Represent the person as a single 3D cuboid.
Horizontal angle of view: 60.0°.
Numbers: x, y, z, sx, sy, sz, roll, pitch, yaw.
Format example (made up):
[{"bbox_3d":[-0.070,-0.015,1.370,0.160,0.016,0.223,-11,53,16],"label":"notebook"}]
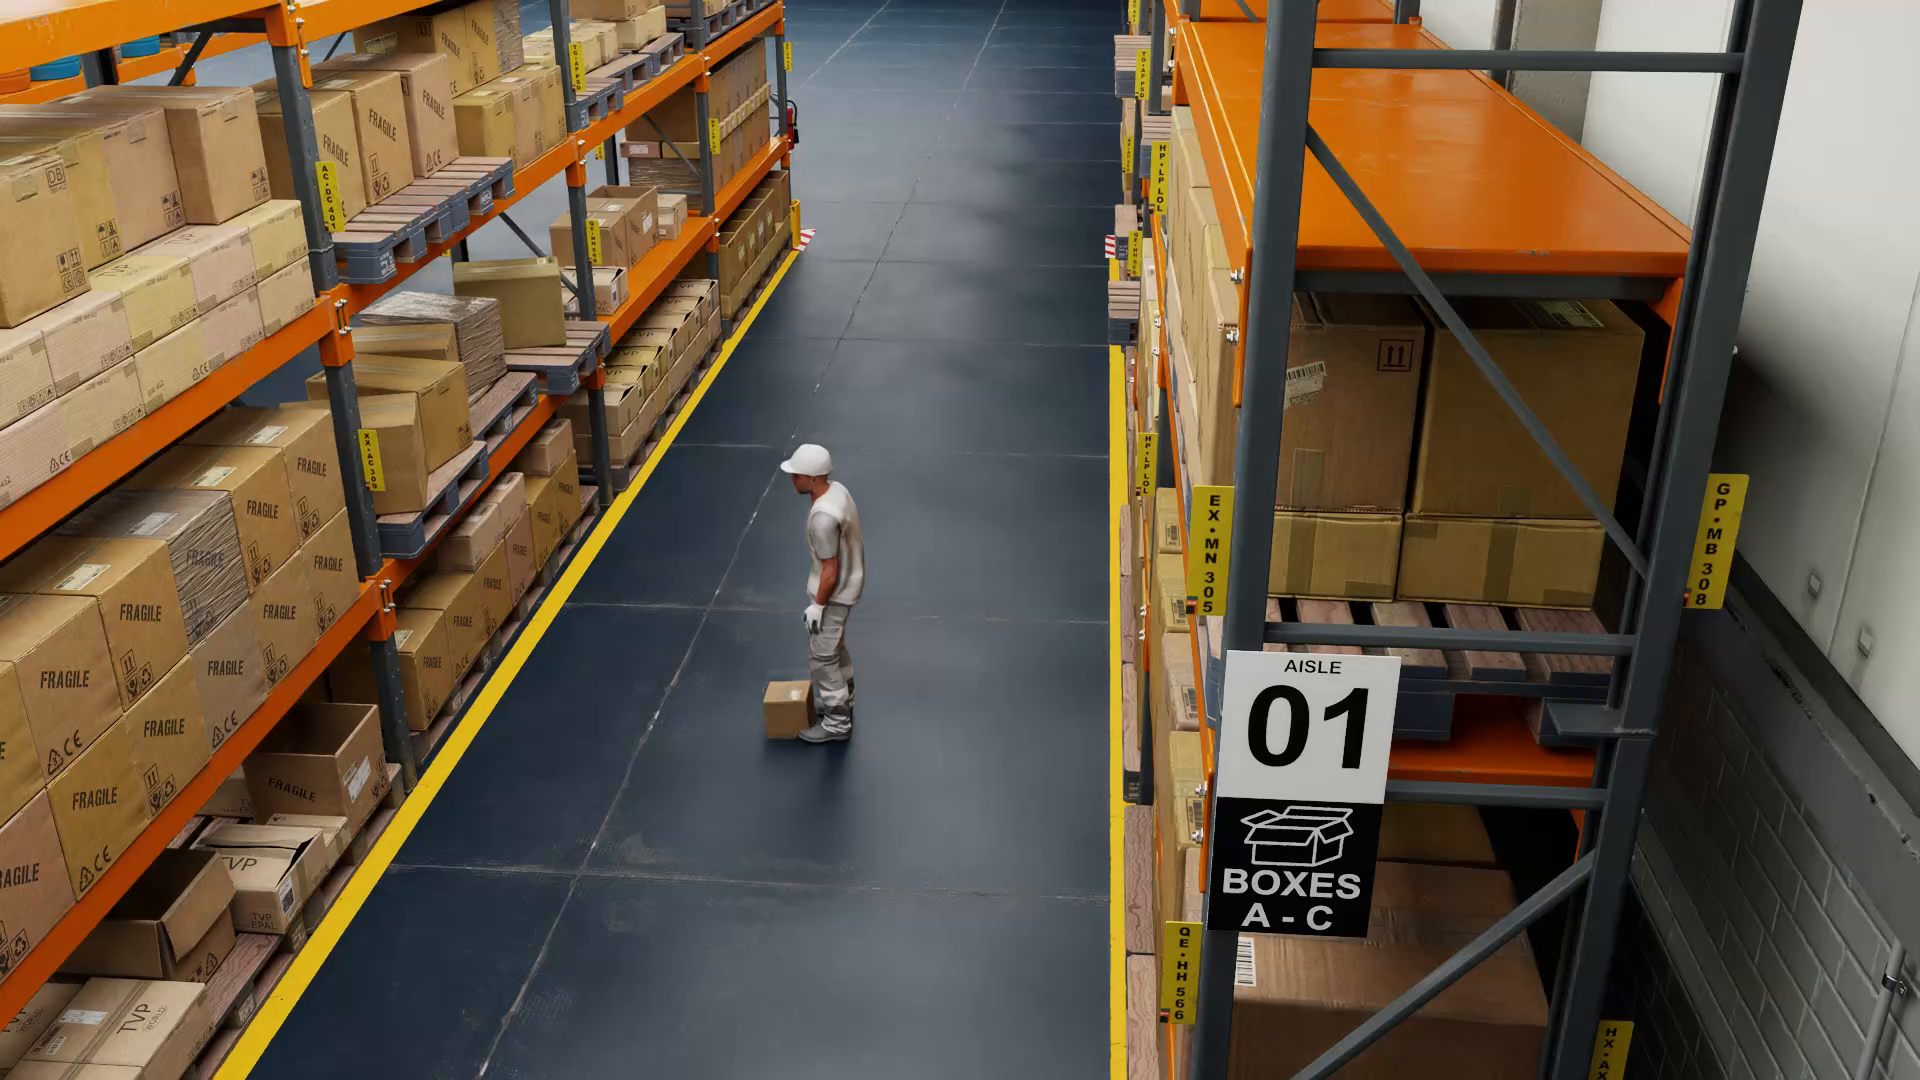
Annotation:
[{"bbox_3d":[-0.751,0.292,9.348,0.441,1.780,0.579,1,24,2],"label":"person"}]
